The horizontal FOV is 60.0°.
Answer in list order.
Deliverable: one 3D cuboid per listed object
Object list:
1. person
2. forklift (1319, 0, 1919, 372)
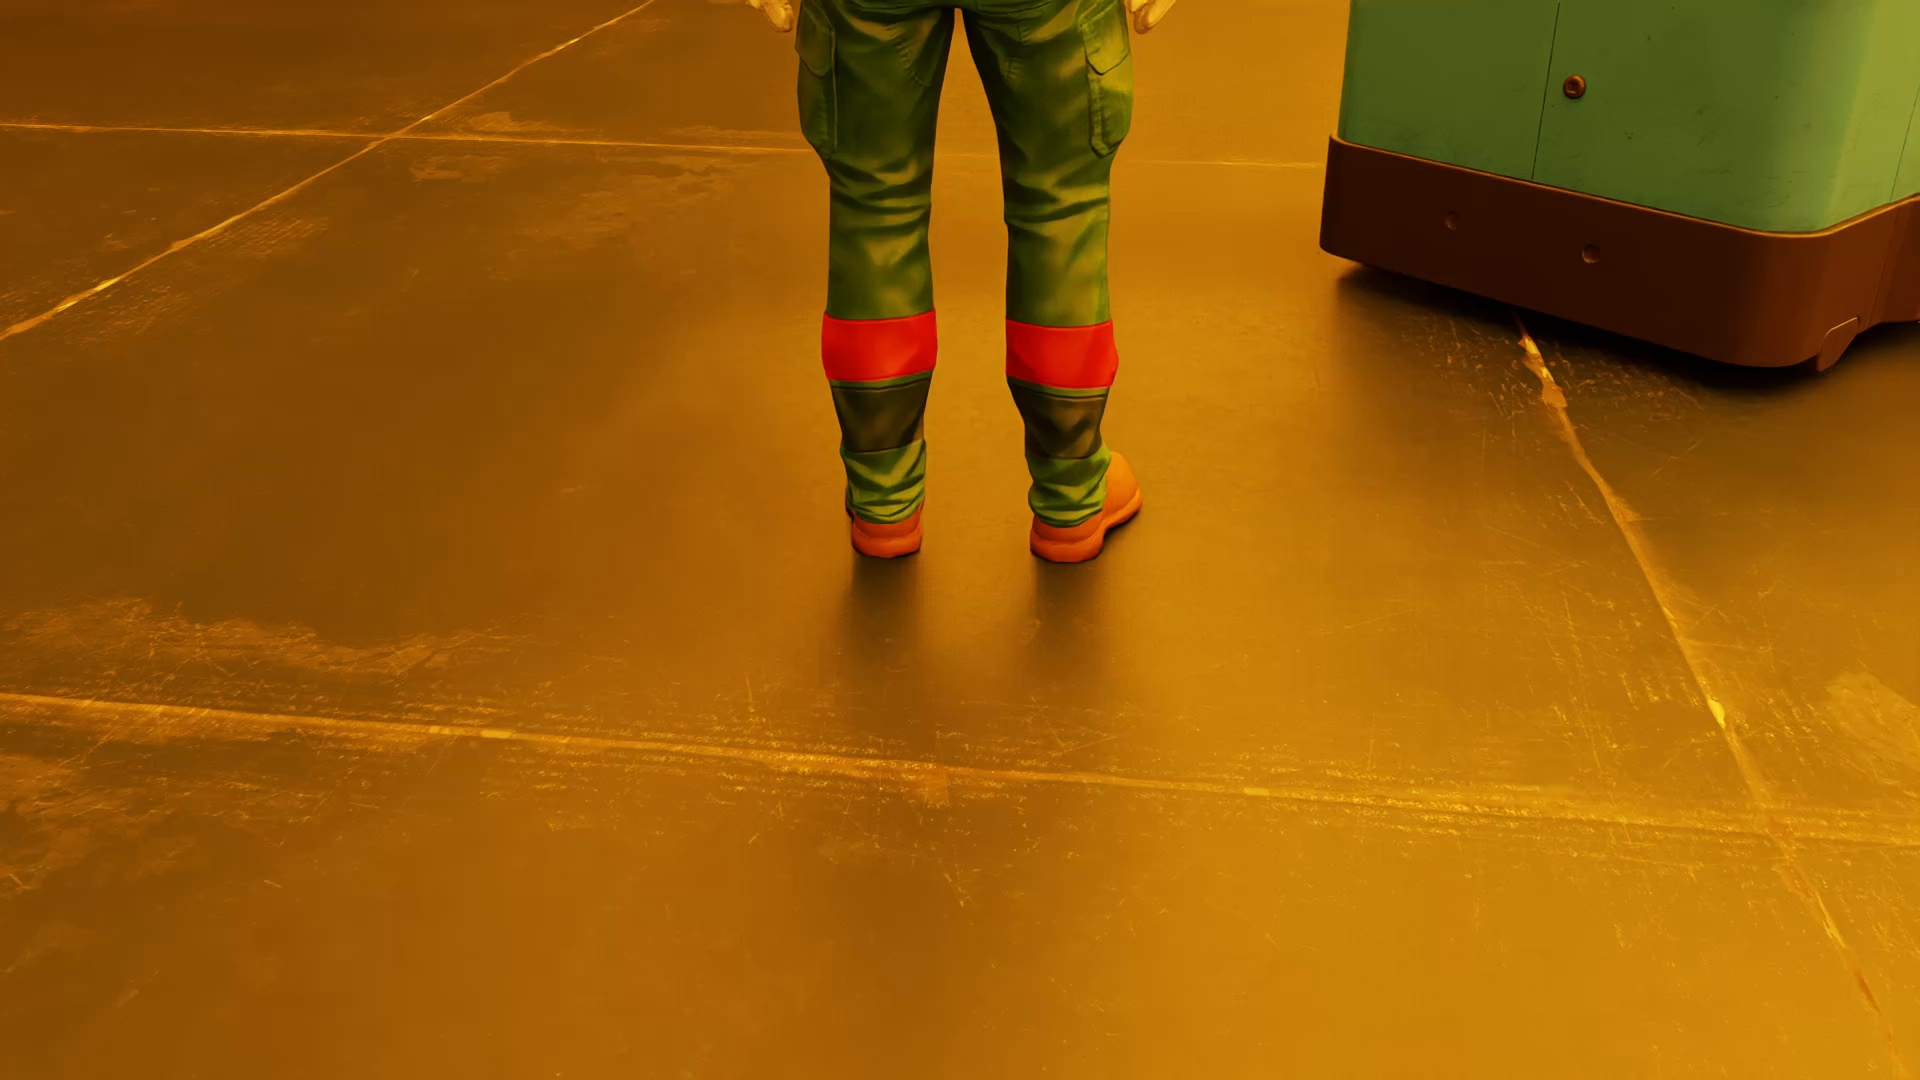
[{"bbox_3d":[-0.002,-0.814,2.144,0.608,1.778,0.450,3,27,5],"label":"person"},{"bbox_3d":[2.228,-2.151,3.529,3.031,2.935,1.130,-21,33,-36],"label":"forklift"}]
